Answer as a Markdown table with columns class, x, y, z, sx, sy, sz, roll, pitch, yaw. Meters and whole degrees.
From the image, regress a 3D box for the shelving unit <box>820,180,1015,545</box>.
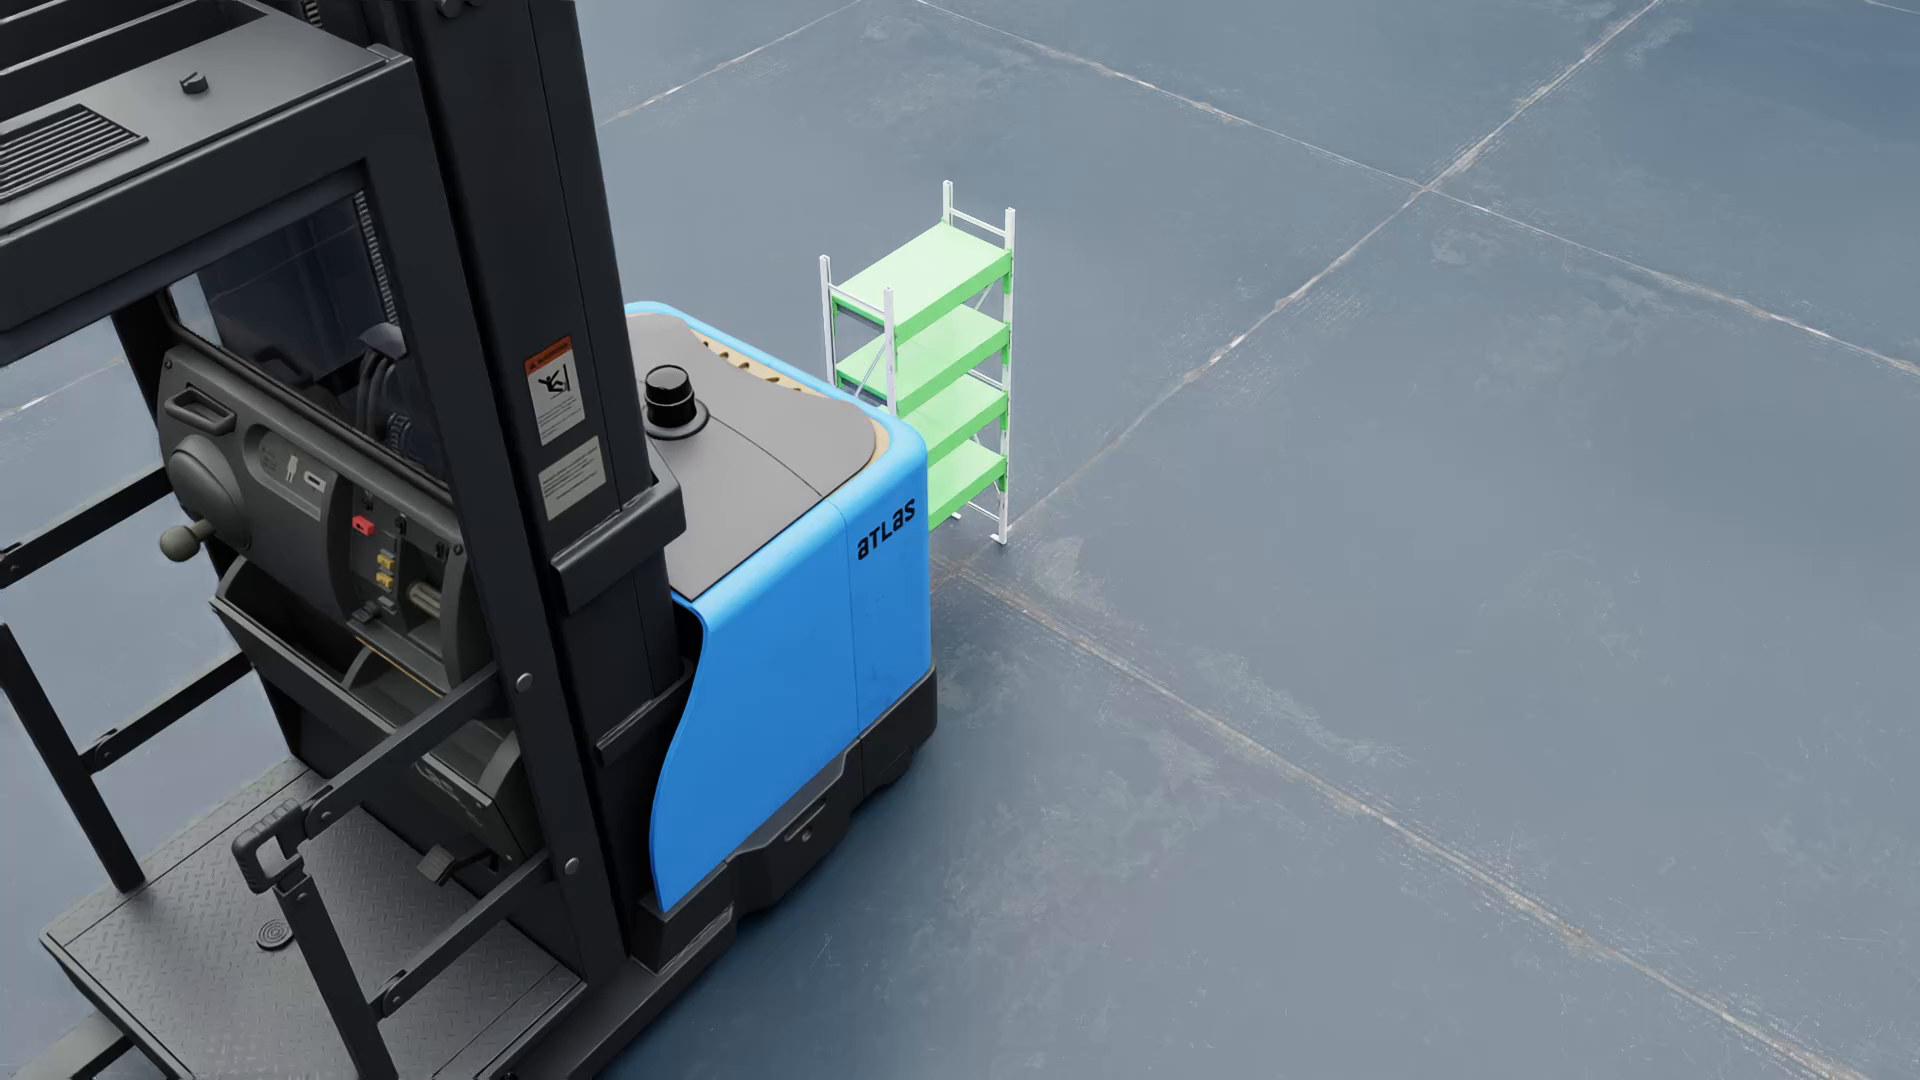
| class | x | y | z | sx | sy | sz | roll | pitch | yaw |
| --- | --- | --- | --- | --- | --- | --- | --- | --- | --- |
| shelving unit | -0.107 | -0.359 | 4.753 | 0.258 | 1.200 | 0.503 | 29 | 50 | 28 |

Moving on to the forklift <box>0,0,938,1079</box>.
| class | x | y | z | sx | sy | sz | roll | pitch | yaw |
| --- | --- | --- | --- | --- | --- | --- | --- | --- | --- |
| forklift | -1.365 | 0.038 | 3.029 | 1.130 | 2.935 | 3.031 | 28 | 49 | 27 |

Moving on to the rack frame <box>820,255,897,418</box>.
| class | x | y | z | sx | sy | sz | roll | pitch | yaw |
| --- | --- | --- | --- | --- | --- | --- | --- | --- | --- |
| rack frame | -0.264 | -0.233 | 4.614 | 0.240 | 1.200 | 0.015 | 29 | 50 | 28 |

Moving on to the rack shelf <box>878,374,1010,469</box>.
| class | x | y | z | sx | sy | sz | roll | pitch | yaw |
| --- | --- | --- | --- | --- | --- | --- | --- | --- | --- |
| rack shelf | -0.107 | -0.311 | 4.796 | 0.258 | 0.148 | 0.480 | 29 | 50 | 28 |

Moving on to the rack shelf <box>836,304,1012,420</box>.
| class | x | y | z | sx | sy | sz | roll | pitch | yaw |
| --- | --- | --- | --- | --- | --- | --- | --- | --- | --- |
| rack shelf | -0.107 | -0.489 | 4.634 | 0.258 | 0.148 | 0.480 | 29 | 50 | 28 |

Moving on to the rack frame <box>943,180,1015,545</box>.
| class | x | y | z | sx | sy | sz | roll | pitch | yaw |
| --- | --- | --- | --- | --- | --- | --- | --- | --- | --- |
| rack frame | 0.050 | -0.484 | 4.891 | 0.240 | 1.200 | 0.015 | 29 | 50 | 28 |

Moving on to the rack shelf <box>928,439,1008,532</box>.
| class | x | y | z | sx | sy | sz | roll | pitch | yaw |
| --- | --- | --- | --- | --- | --- | --- | --- | --- | --- |
| rack shelf | -0.107 | -0.134 | 4.957 | 0.258 | 0.148 | 0.480 | 29 | 50 | 28 |

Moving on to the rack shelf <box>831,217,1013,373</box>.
| class | x | y | z | sx | sy | sz | roll | pitch | yaw |
| --- | --- | --- | --- | --- | --- | --- | --- | --- | --- |
| rack shelf | -0.107 | -0.667 | 4.473 | 0.258 | 0.148 | 0.480 | 29 | 50 | 28 |
